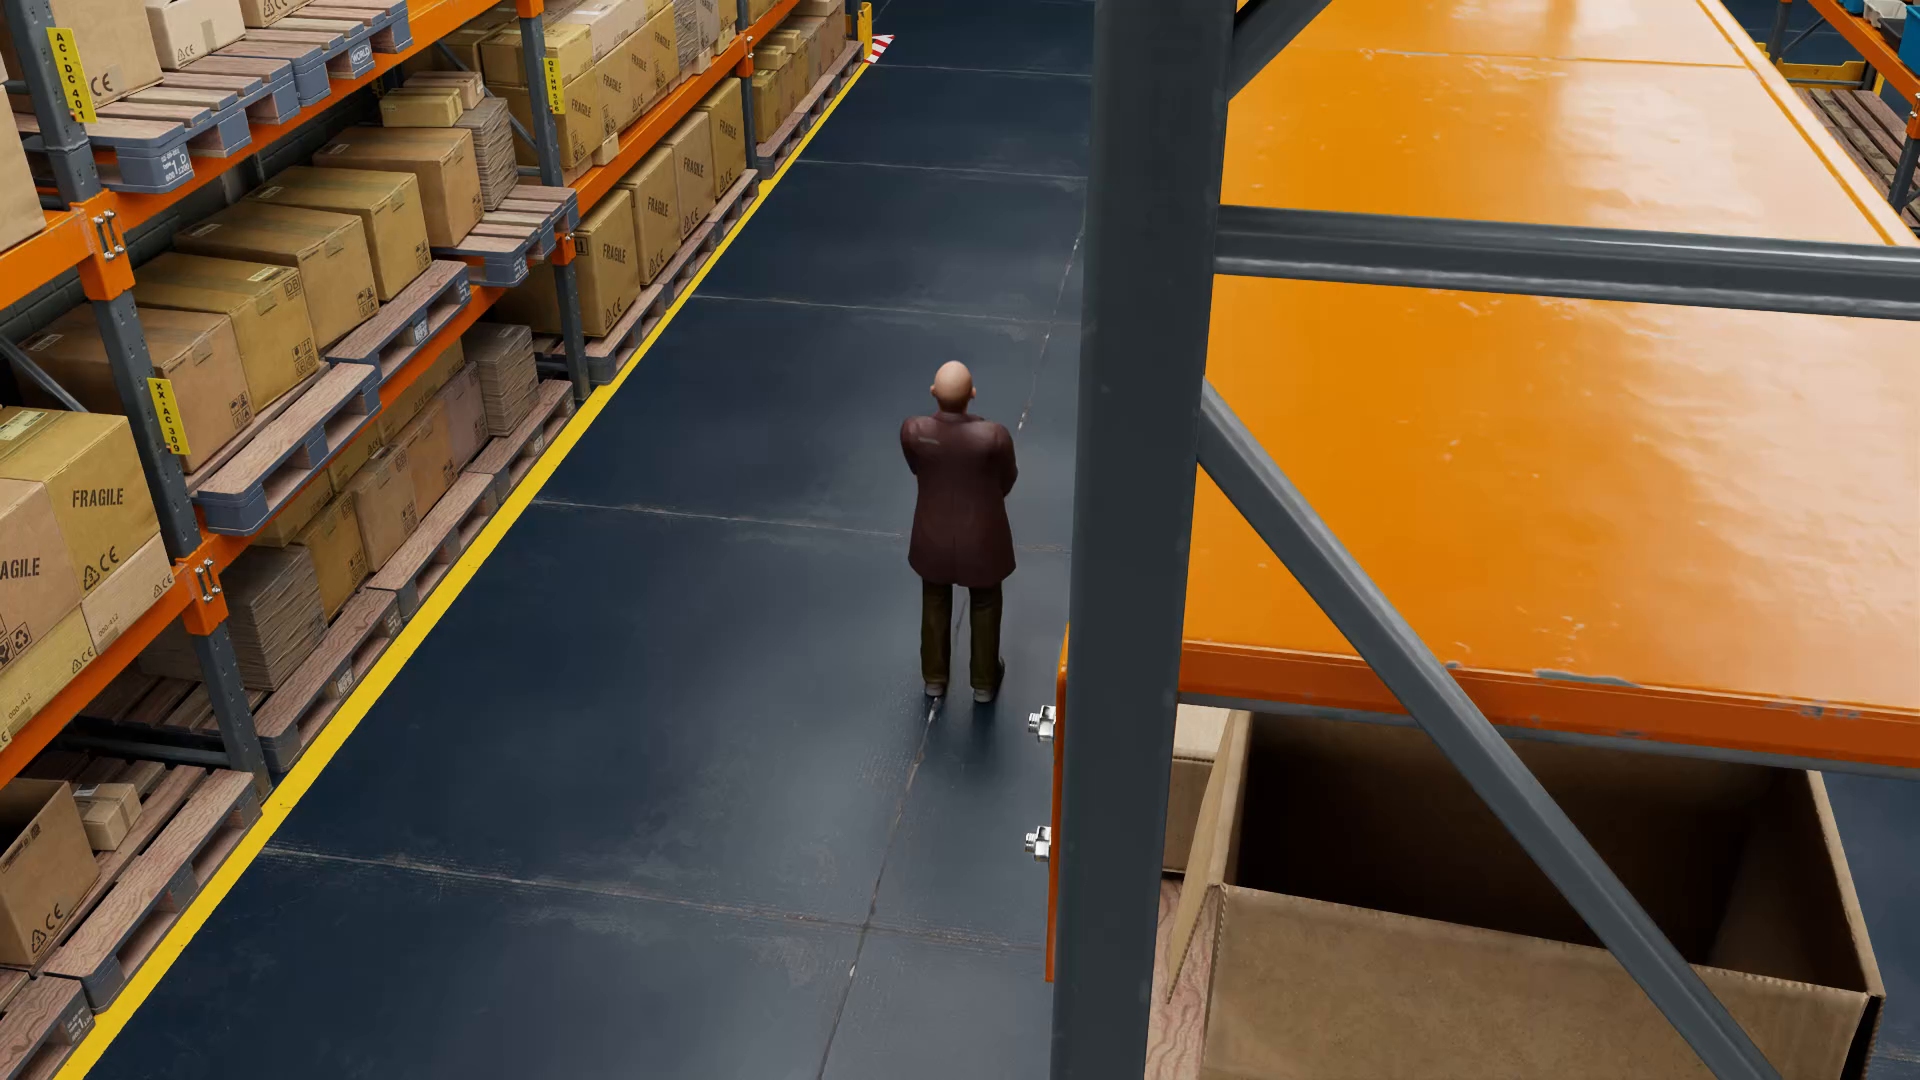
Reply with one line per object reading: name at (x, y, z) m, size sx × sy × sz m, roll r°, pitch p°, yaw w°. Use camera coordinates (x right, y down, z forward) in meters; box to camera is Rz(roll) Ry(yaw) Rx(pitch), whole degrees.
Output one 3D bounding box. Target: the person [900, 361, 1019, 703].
person at (0.025, -0.098, 7.813) m, size 0.515 × 1.772 × 0.543 m, roll 6°, pitch 32°, yaw 10°
